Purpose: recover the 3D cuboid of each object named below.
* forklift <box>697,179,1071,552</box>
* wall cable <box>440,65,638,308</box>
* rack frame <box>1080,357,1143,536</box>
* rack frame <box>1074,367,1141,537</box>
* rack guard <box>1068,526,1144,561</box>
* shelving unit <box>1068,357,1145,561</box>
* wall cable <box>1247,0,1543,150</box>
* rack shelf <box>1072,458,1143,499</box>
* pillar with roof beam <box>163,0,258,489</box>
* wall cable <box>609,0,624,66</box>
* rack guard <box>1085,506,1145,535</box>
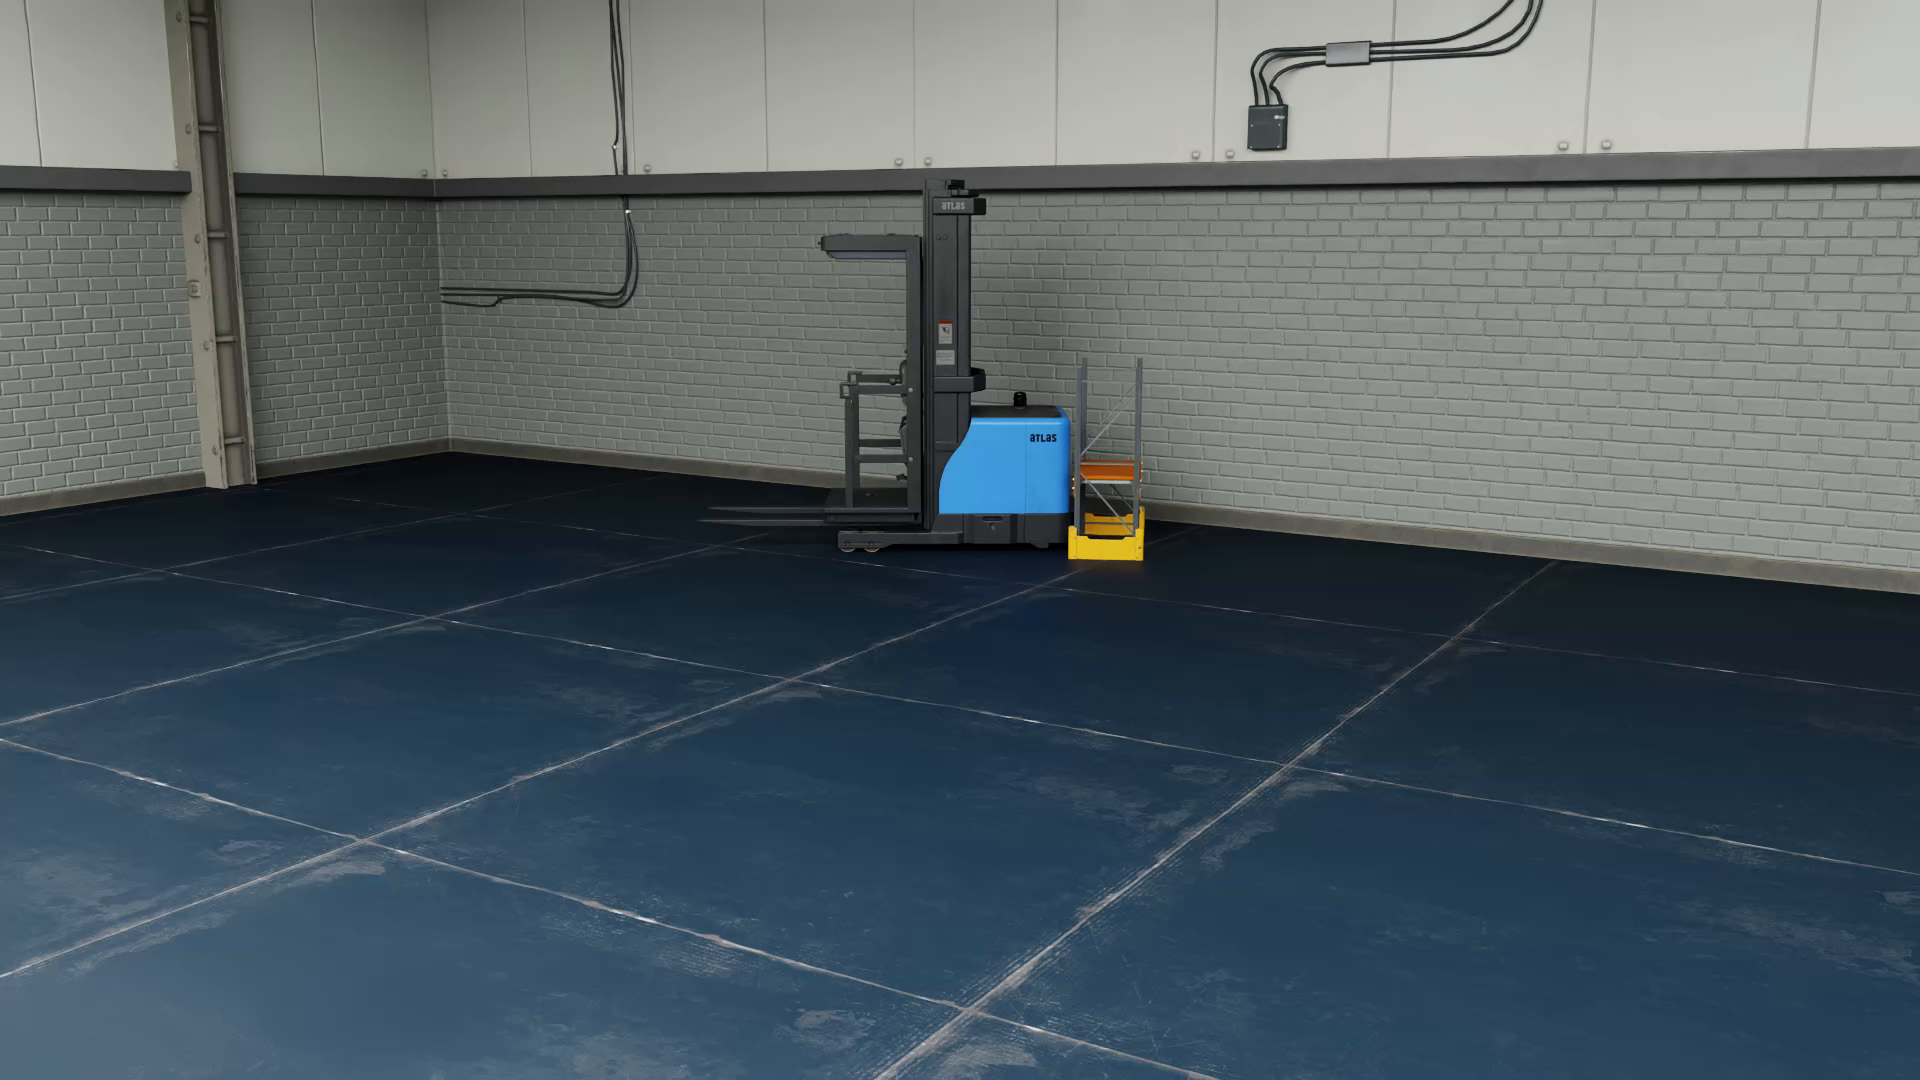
[{"bbox_3d":[-0.623,-1.440,13.596,3.031,2.935,1.130,0,11,0],"label":"forklift"},{"bbox_3d":[-4.726,-3.792,18.107,3.097,2.526,0.112,6,12,31],"label":"wall cable"},{"bbox_3d":[1.264,-0.775,13.935,0.500,1.500,0.032,1,11,7],"label":"rack frame"},{"bbox_3d":[1.146,-0.590,12.942,0.500,1.500,0.032,1,11,7],"label":"rack frame"},{"bbox_3d":[1.146,0.025,13.058,0.587,0.250,0.087,1,11,7],"label":"rack guard"},{"bbox_3d":[1.204,-0.681,13.430,0.587,1.500,1.083,1,11,7],"label":"shelving unit"},{"bbox_3d":[3.380,-6.080,12.651,2.305,6.003,0.169,6,12,31],"label":"wall cable"},{"bbox_3d":[1.205,-0.506,13.472,0.538,0.185,1.000,1,11,7],"label":"rack shelf"},{"bbox_3d":[-3.706,-4.570,13.825,9.100,9.000,0.400,6,12,31],"label":"pillar with roof beam"},{"bbox_3d":[-2.413,-6.016,16.262,3.097,2.526,0.112,6,12,31],"label":"wall cable"},{"bbox_3d":[1.261,-0.158,14.031,0.587,0.250,0.087,1,11,7],"label":"rack guard"}]
